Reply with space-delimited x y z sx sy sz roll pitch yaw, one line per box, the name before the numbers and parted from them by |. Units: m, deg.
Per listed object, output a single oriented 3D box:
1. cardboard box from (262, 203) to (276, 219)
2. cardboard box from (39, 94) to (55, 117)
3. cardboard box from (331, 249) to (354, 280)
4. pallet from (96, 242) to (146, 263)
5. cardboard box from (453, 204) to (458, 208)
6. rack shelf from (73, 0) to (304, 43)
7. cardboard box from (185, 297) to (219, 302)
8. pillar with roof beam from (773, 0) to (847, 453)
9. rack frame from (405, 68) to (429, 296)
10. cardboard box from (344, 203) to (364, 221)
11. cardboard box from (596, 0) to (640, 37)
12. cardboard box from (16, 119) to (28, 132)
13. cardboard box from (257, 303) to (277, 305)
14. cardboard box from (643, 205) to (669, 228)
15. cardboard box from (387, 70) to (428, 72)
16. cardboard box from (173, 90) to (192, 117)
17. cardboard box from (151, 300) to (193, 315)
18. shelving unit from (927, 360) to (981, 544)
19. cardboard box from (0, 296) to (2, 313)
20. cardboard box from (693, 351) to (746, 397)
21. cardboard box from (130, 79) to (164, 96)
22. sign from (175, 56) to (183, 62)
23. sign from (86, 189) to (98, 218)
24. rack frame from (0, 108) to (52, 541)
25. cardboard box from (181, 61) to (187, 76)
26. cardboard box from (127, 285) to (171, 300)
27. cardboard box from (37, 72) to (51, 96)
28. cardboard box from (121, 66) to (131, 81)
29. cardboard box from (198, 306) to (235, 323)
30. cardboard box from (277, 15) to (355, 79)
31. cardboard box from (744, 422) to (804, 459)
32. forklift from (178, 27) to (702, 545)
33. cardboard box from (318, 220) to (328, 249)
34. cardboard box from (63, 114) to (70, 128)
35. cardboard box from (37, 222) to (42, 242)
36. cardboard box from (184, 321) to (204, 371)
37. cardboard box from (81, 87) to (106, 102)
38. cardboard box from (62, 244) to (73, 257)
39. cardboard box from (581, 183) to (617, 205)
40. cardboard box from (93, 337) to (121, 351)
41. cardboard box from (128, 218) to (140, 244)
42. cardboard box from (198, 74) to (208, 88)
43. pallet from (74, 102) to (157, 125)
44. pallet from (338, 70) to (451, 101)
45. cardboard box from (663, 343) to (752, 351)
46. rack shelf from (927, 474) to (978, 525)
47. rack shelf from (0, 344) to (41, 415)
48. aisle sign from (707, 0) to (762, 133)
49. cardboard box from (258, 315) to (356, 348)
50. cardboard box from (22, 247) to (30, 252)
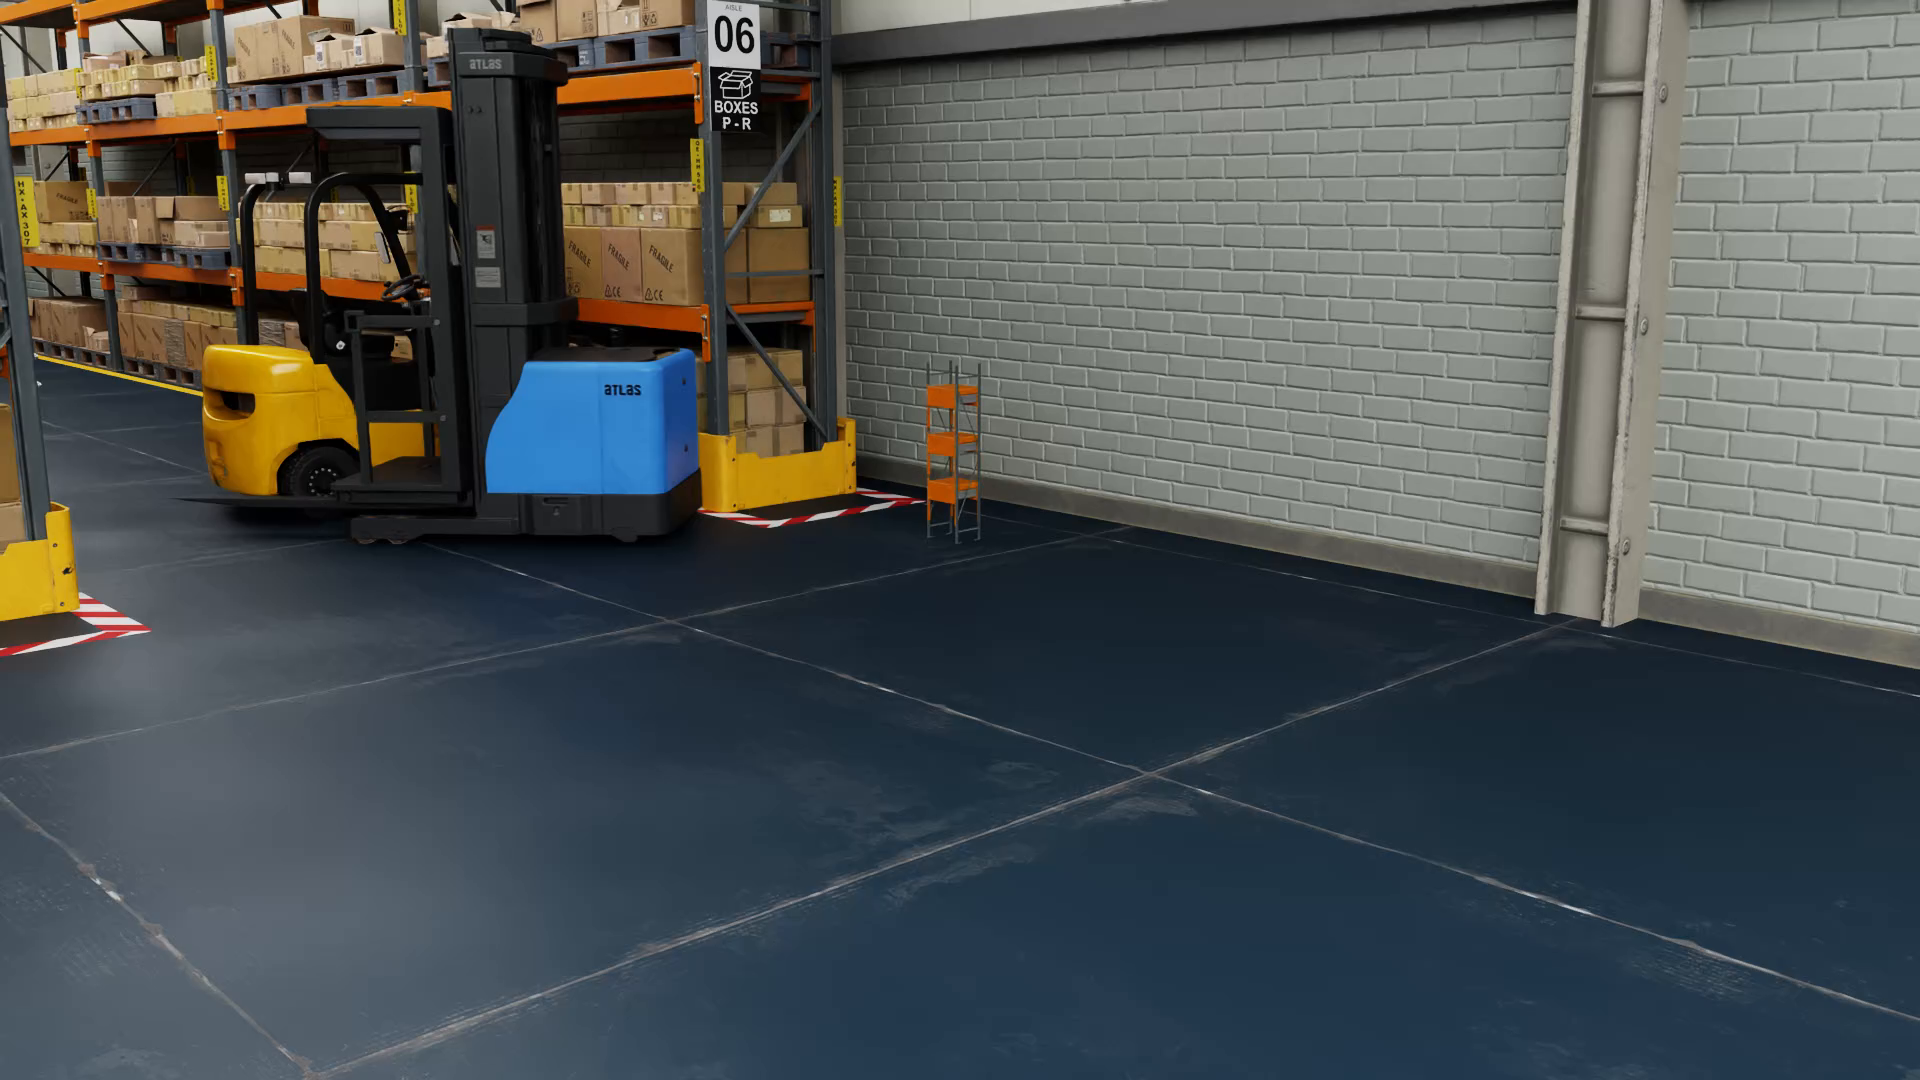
cardboard box | -6.385 -3.125 15.792 0.380 0.149 0.250 -10 16 -41
cardboard box | -10.762 -5.230 20.066 0.500 0.250 0.500 -10 16 -41
cardboard box | -5.220 -2.448 14.732 0.500 0.250 0.500 -11 16 -42
pallet | -9.063 -3.277 18.859 1.003 0.211 1.213 -11 16 -43
cardboard box | -3.801 -2.581 13.151 0.380 0.149 0.250 -10 16 -41
rack shelf | -8.155 -5.601 17.570 1.077 0.370 4.000 -11 16 -43
cardboard box | -8.714 -2.716 19.209 0.380 0.149 0.250 -11 16 -42
pillar with roof beam | -4.191 -4.317 8.565 9.100 9.000 0.400 -11 16 -43
rack frame | -4.011 -2.335 13.812 1.000 3.000 0.127 -11 16 -43
cardboard box | -5.143 -2.866 14.533 0.250 0.149 0.380 11 16 44
cardboard box | -2.216 -3.525 11.199 0.396 0.266 0.258 -11 16 -42
cardboard box | -11.598 -5.191 20.865 0.380 0.149 0.250 -11 16 -43
cardboard box | -7.638 -2.489 18.106 0.380 0.149 0.250 -11 16 -44
cardboard box | -1.889 -2.163 11.120 0.380 0.149 0.250 -11 16 -42
cardboard box | -4.715 -4.107 14.313 0.380 0.149 0.250 -11 16 -43
cardboard box | -7.651 -4.429 16.913 0.500 0.250 0.500 -11 16 -42
cardboard box | -8.849 -2.609 18.687 0.380 0.149 0.250 -11 16 -44
shelving unit | -0.037 -0.522 9.843 0.215 1.050 0.252 -11 16 -43
cardboard box | -4.963 -1.362 8.102 0.500 0.500 0.500 -11 16 -43
cardboard box | -1.792 -1.124 11.228 0.500 0.250 0.500 -10 15 -41
cardboard box | -8.537 -4.784 17.597 0.380 0.149 0.250 -10 16 -41
sign | -9.137 -5.496 19.463 0.100 0.325 0.005 -11 16 -43
sign | -9.923 -3.850 19.020 0.100 0.325 0.005 -11 16 -43
rack frame | -4.836 -1.059 7.619 1.000 3.000 0.127 -11 16 -43
cardboard box | -7.696 -4.792 16.952 0.380 0.149 0.250 -11 16 -43
cardboard box | -9.267 -2.827 19.008 0.250 0.149 0.380 11 16 42
cardboard box | -10.759 -5.477 20.024 0.500 0.250 0.500 -11 16 -42
cardboard box | -8.707 -4.966 17.745 0.380 0.149 0.250 -11 16 -42
cardboard box | -7.808 -2.380 17.575 0.380 0.149 0.250 -10 15 -41
cardboard box | -5.747 -4.404 14.882 0.500 0.500 0.500 -10 16 -41
cardboard box | -1.447 -0.709 11.694 0.500 0.250 0.500 -11 16 -42
forklift | -3.181 -1.514 9.997 3.031 2.935 1.130 1 12 3
cardboard box | -5.579 -2.768 15.048 0.500 0.250 0.500 -11 16 -42
cardboard box | -10.344 -4.937 19.629 0.380 0.149 0.250 -10 15 -41
cardboard box | -11.479 -3.908 21.081 0.500 0.250 0.500 -11 16 -44
cardboard box | -7.922 -2.083 17.740 0.500 0.500 0.500 -10 15 -40
cardboard box | -9.617 -5.004 18.669 0.380 0.149 0.250 -11 16 -42
cardboard box | -10.690 -3.536 20.263 0.380 0.149 0.250 -11 16 -43
cardboard box | -2.420 -2.422 11.641 0.380 0.149 0.250 -10 16 -41
cardboard box | -10.133 -2.353 19.921 0.250 0.149 0.380 11 16 43
cardboard box | -8.854 -3.386 18.207 0.396 0.266 0.258 -10 15 -40
cardboard box | -7.357 -4.569 16.603 0.250 0.149 0.380 11 16 44
pallet | -9.136 -4.775 18.686 1.213 0.211 1.003 -11 16 -43
pallet | -4.630 -3.838 14.145 1.217 0.209 0.805 11 16 43
cardboard box | -1.792 -1.269 11.933 0.500 0.250 0.500 -11 16 -42
rack shelf | -0.037 -0.239 9.902 0.215 0.259 0.240 -11 16 -43
rack shelf | -6.218 -0.999 9.108 1.077 0.370 4.000 -11 16 -43
aisle sign | -1.416 -2.974 10.471 0.394 0.787 0.004 -11 16 -43
cardboard box | -6.353 -1.869 16.392 0.875 0.625 0.625 -10 15 -41
cardboard box | -12.061 -3.847 21.771 0.380 0.149 0.250 -10 16 -41
